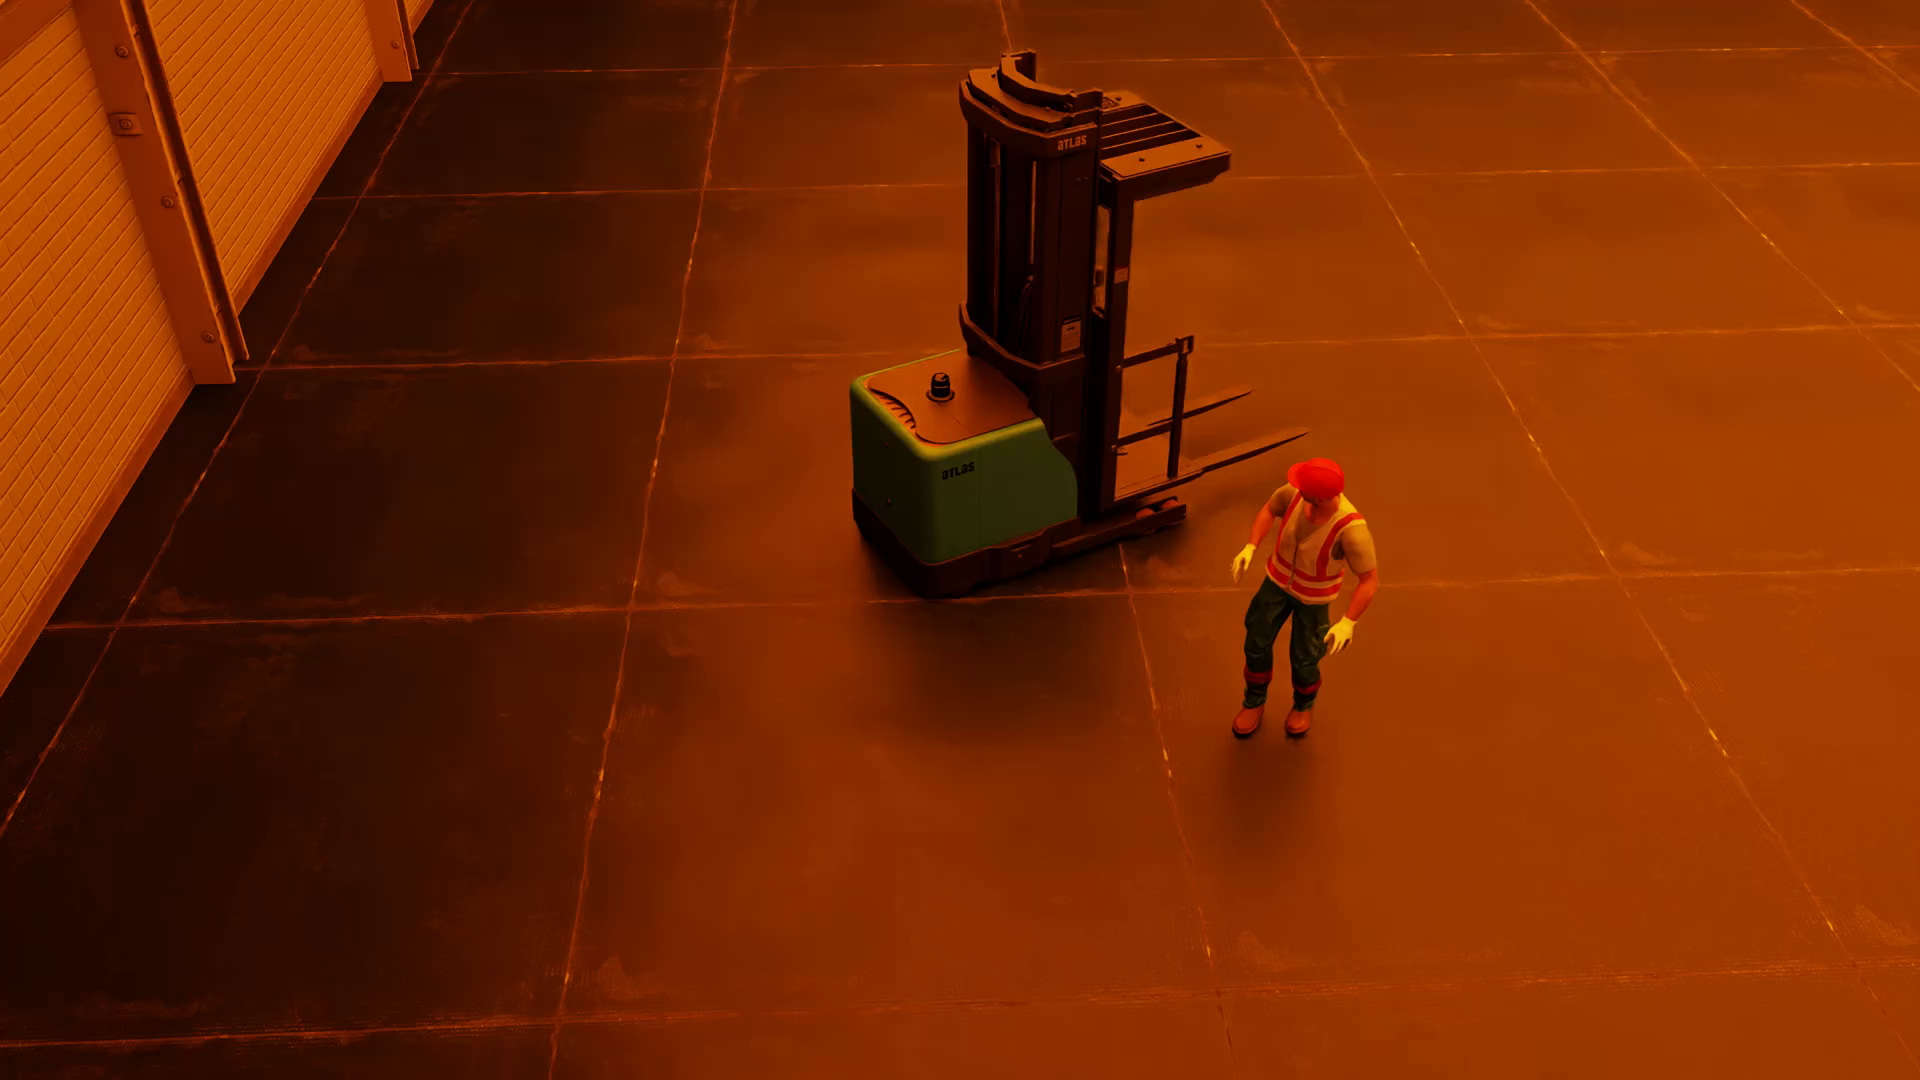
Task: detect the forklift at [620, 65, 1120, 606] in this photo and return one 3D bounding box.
[{"bbox_3d":[-0.591,-1.241,9.714,3.031,2.935,1.130,8,37,11],"label":"forklift"}]

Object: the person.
[{"bbox_3d":[1.798,0.313,8.593,0.675,1.755,0.410,20,40,25],"label":"person"}]
